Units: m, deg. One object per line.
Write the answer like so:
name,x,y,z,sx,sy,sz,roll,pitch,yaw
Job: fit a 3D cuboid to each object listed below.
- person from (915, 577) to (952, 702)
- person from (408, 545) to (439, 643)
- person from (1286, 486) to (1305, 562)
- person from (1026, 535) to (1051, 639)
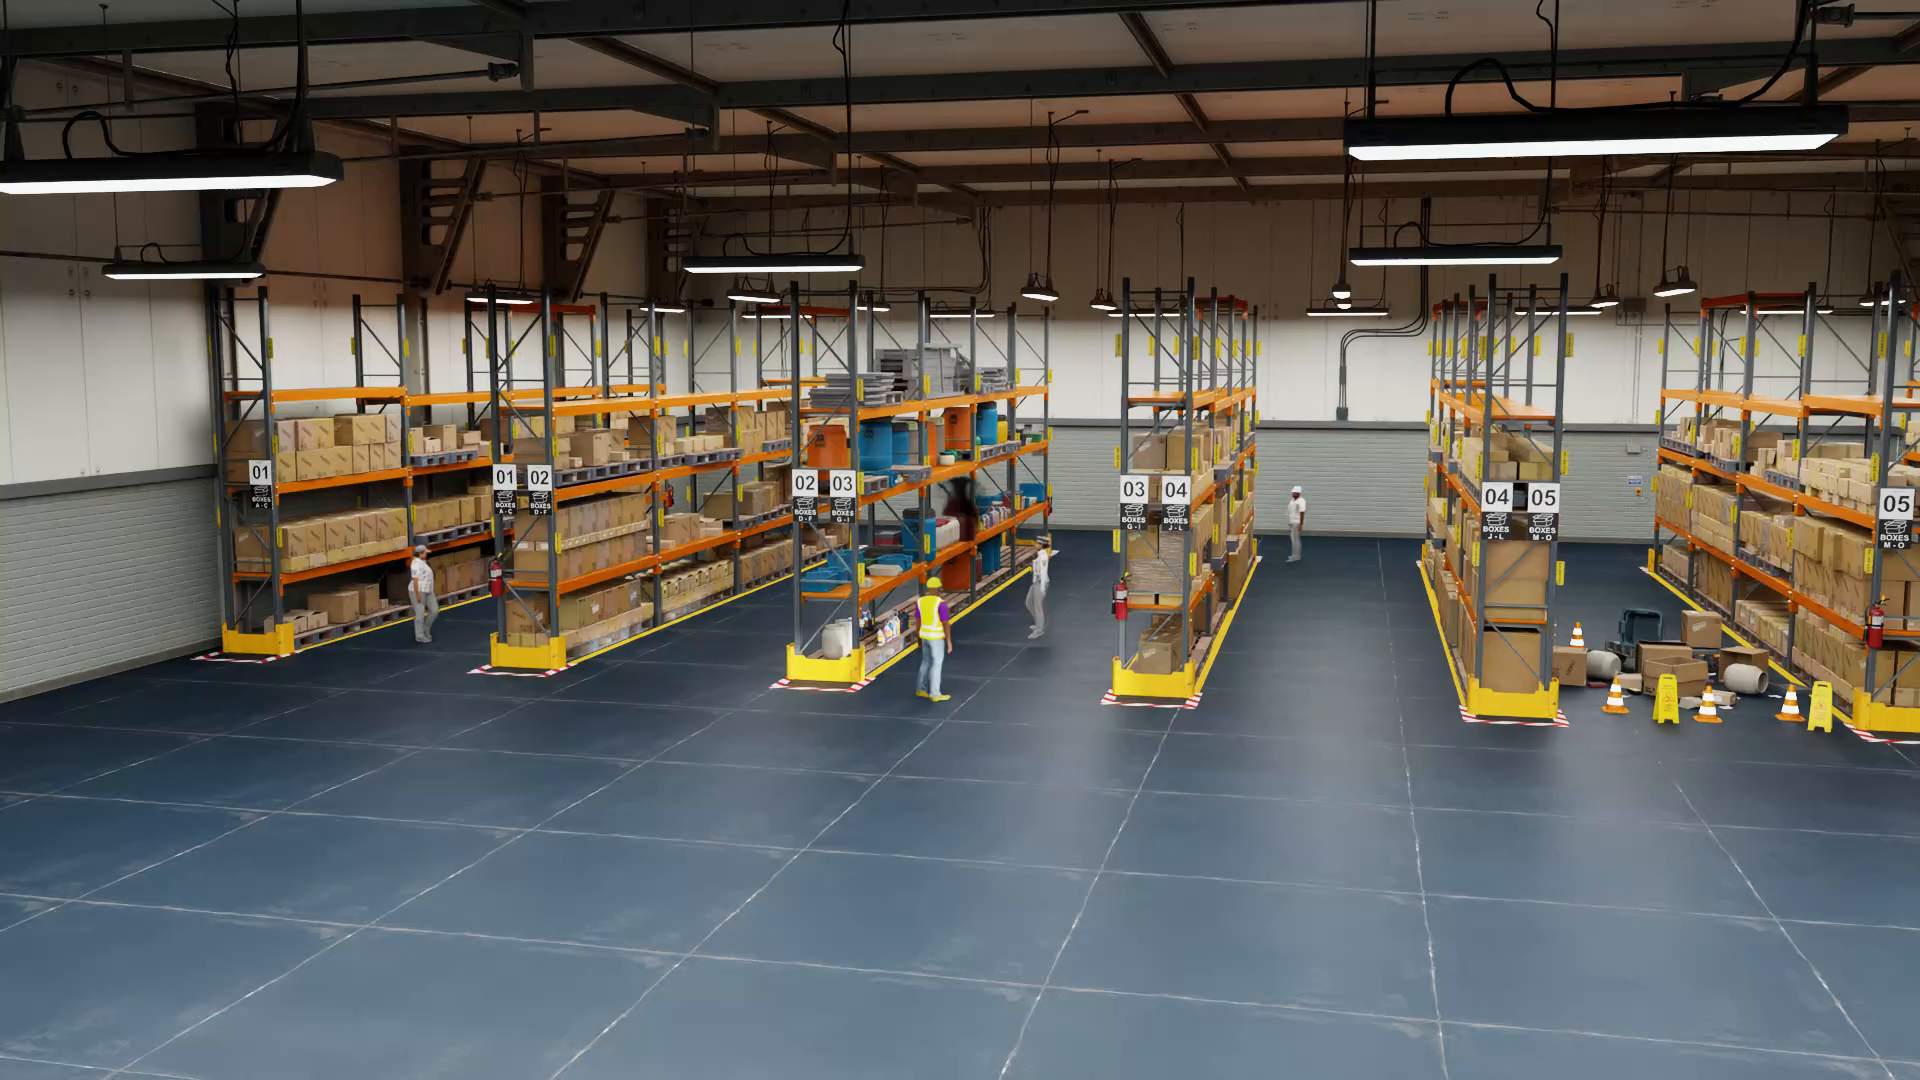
person,-0.369,1.426,23.718,0.413,1.810,0.618,-4,8,-34
person,-9.232,0.919,28.564,0.410,1.682,0.543,2,7,17
person,7.918,-0.385,39.434,0.451,1.800,0.617,0,7,-2
person,1.318,0.781,28.064,0.420,1.713,0.575,0,7,1
